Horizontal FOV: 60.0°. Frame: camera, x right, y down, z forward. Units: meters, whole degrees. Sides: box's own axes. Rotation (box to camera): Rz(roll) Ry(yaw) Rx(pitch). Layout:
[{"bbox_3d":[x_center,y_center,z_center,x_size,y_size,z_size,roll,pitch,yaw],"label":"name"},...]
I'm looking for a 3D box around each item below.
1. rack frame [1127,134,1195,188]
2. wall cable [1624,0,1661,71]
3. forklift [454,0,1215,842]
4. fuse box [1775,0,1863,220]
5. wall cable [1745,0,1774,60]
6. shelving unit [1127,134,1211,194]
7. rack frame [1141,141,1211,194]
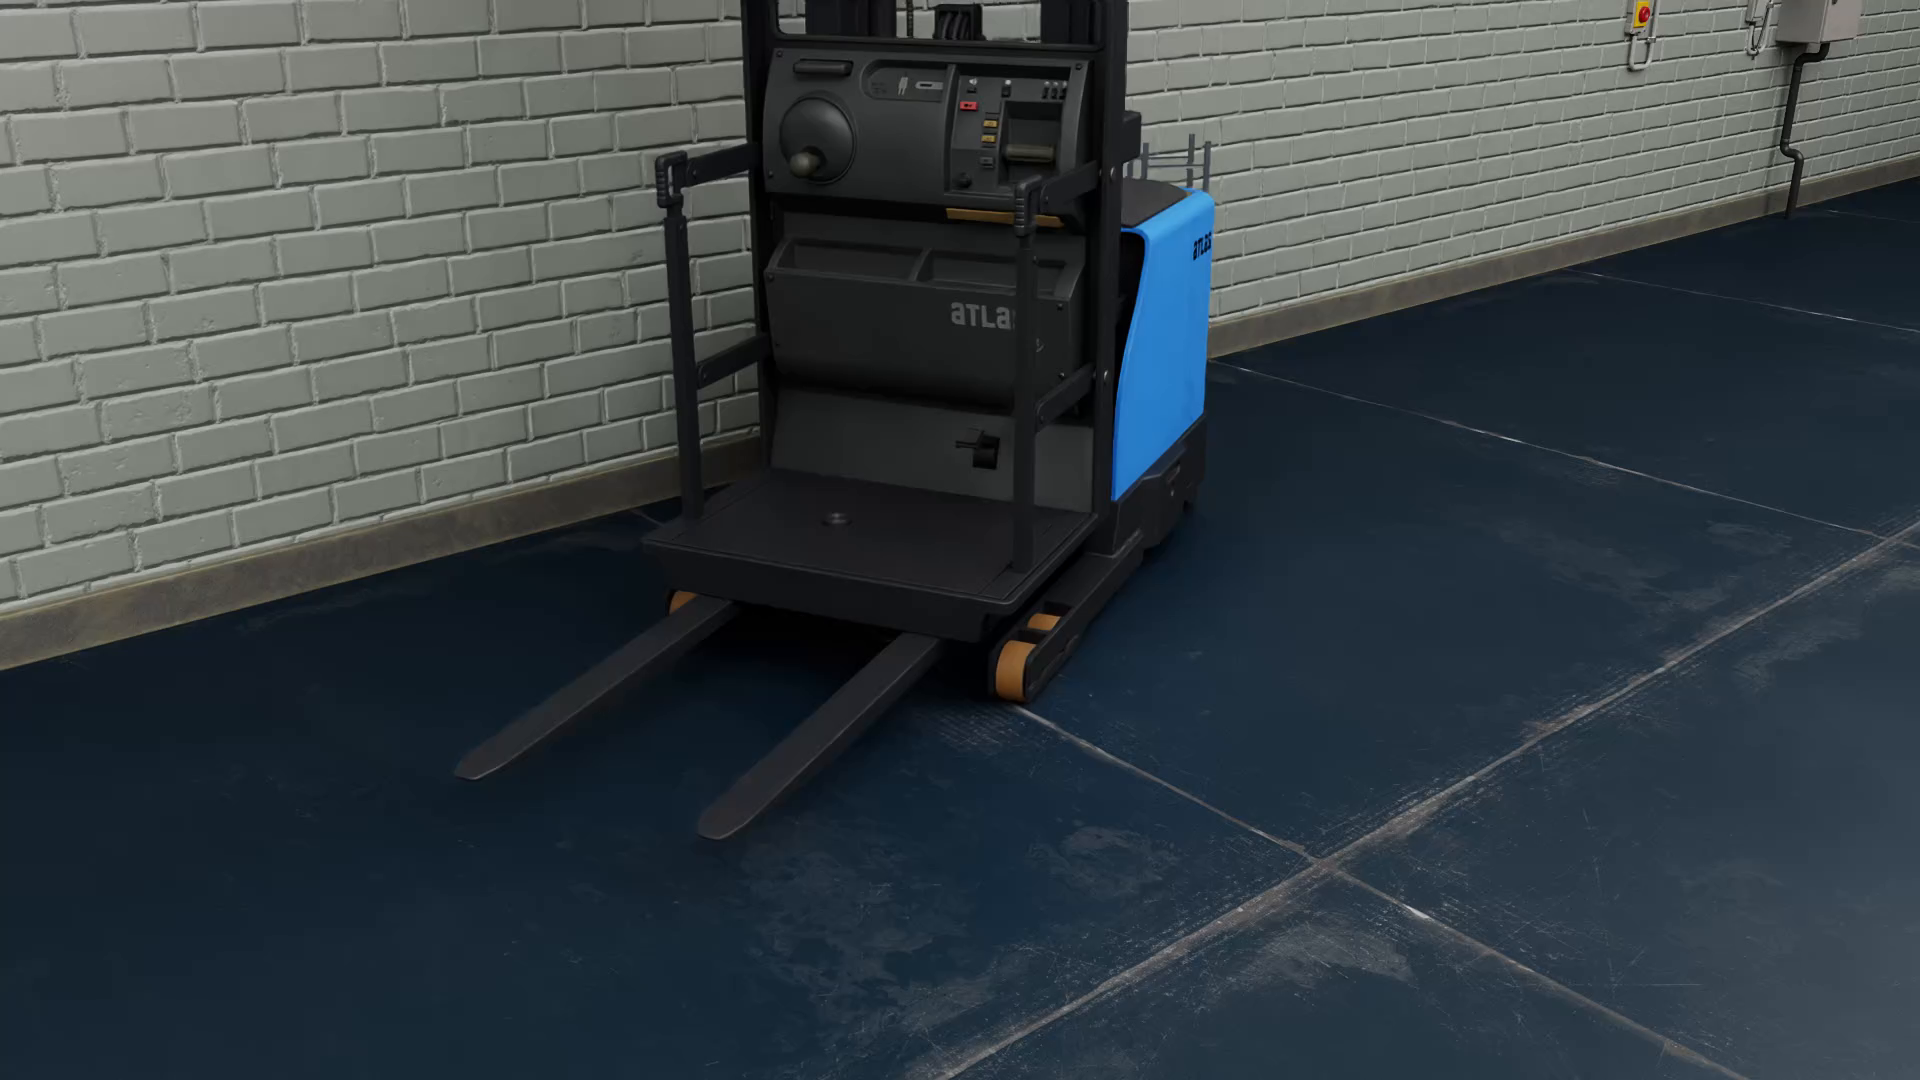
[{"bbox_3d":[0.706,-0.859,6.032,0.240,1.200,0.006,-4,22,-9],"label":"rack frame"},{"bbox_3d":[3.746,-3.513,8.905,0.585,1.953,0.123,-17,27,-37],"label":"wall cable"},{"bbox_3d":[-0.189,-1.111,4.301,1.130,2.935,3.031,9,23,22],"label":"forklift"},{"bbox_3d":[5.433,-2.886,10.505,0.539,1.711,0.414,-17,27,-37],"label":"fuse box"},{"bbox_3d":[4.813,-3.840,9.781,0.588,1.984,0.122,-17,27,-37],"label":"wall cable"},{"bbox_3d":[0.722,-0.826,5.948,0.258,1.200,0.189,-4,22,-9],"label":"shelving unit"},{"bbox_3d":[0.737,-0.793,5.864,0.240,1.200,0.006,-4,22,-9],"label":"rack frame"}]
